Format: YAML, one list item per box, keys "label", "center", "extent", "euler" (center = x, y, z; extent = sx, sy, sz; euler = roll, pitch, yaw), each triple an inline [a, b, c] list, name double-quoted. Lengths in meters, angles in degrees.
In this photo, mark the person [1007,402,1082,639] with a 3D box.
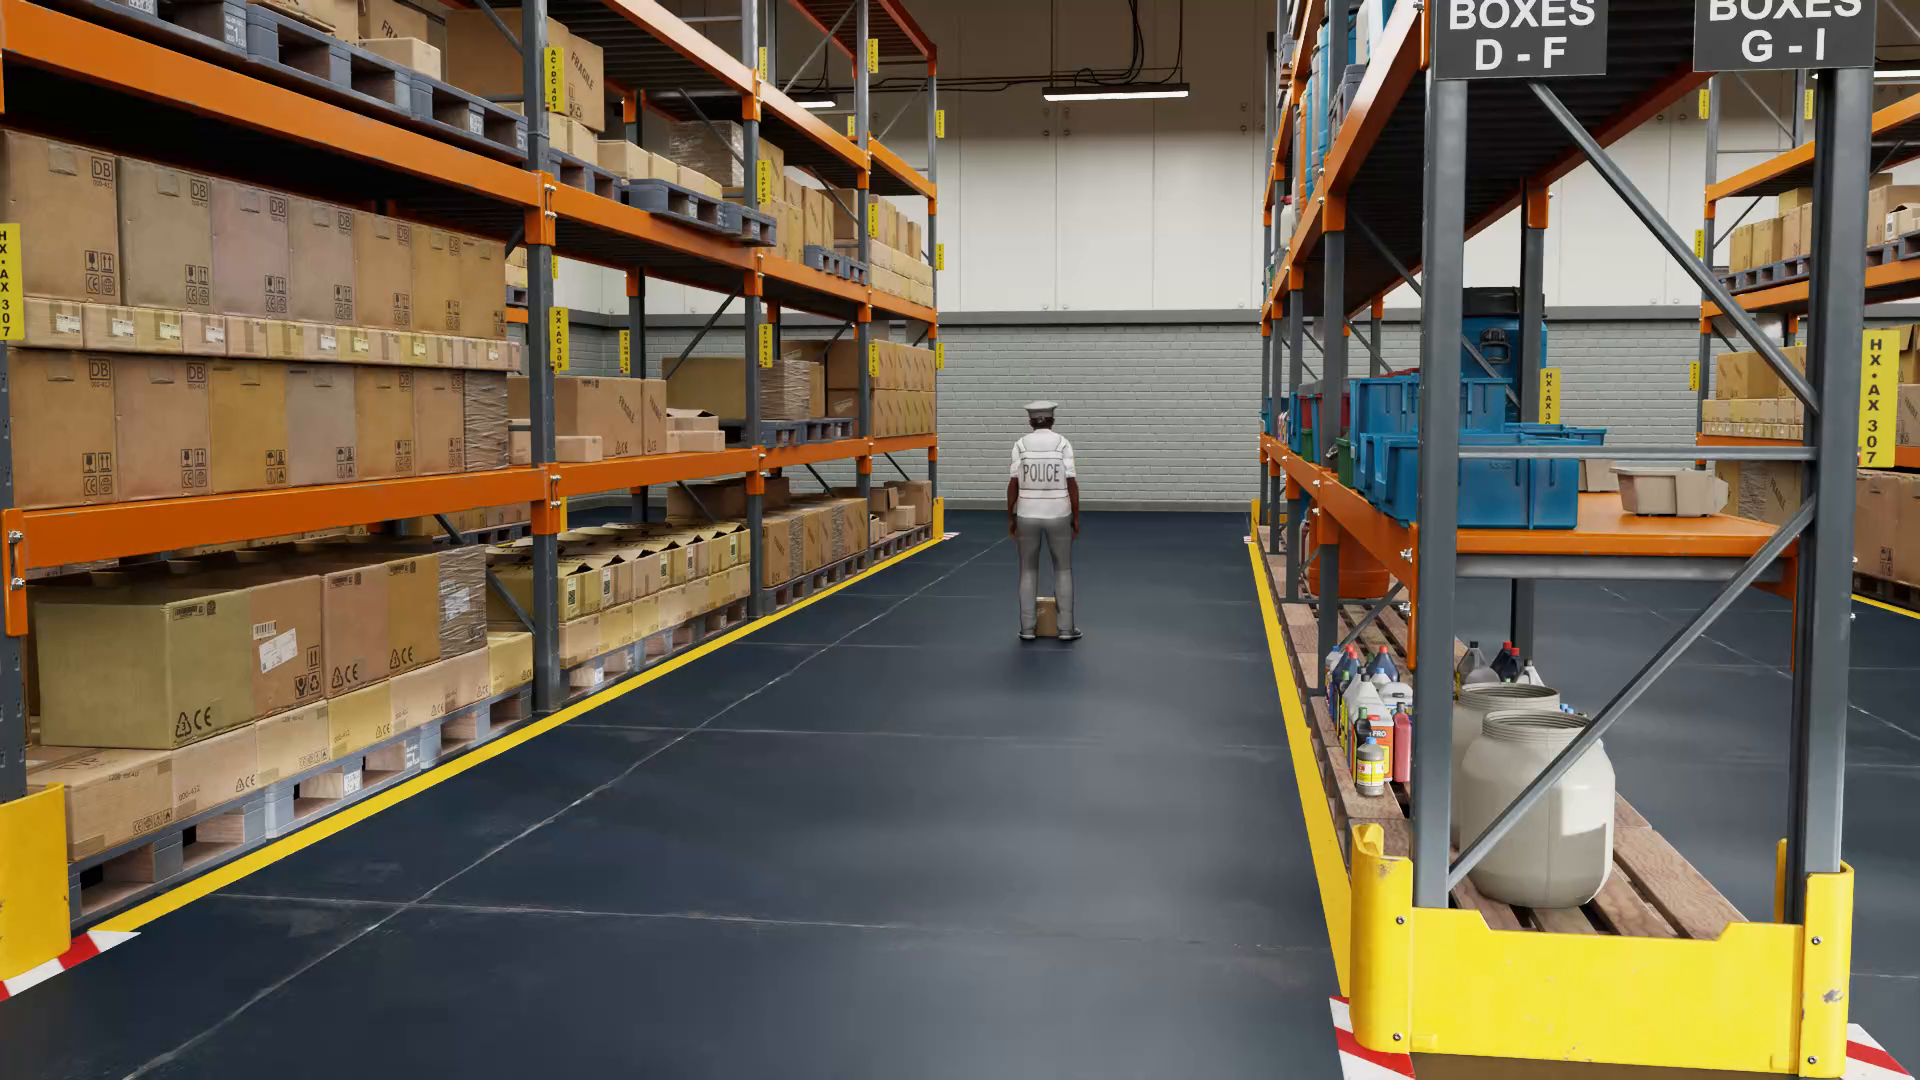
- label: "person"
  center: [0.592, -0.135, 11.601]
  extent: [0.518, 1.658, 0.399]
  euler: [1, 5, 8]
